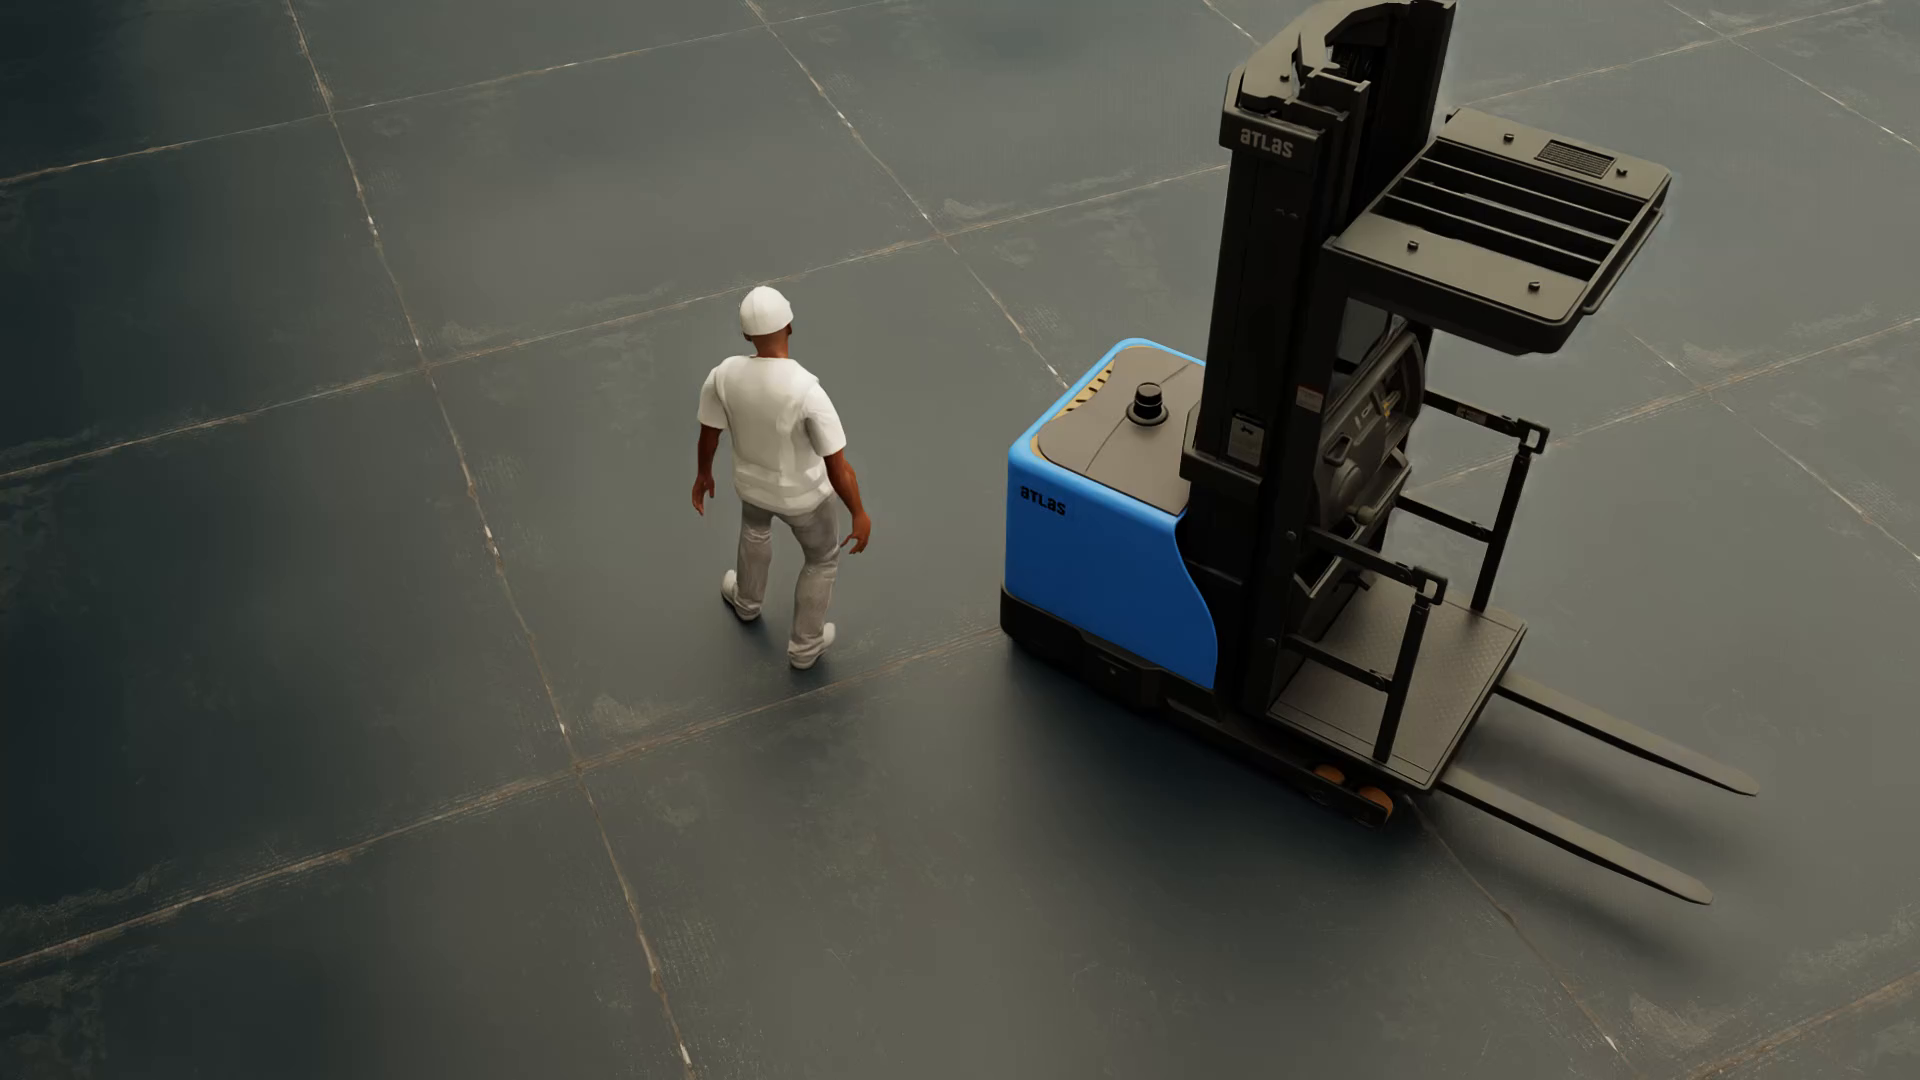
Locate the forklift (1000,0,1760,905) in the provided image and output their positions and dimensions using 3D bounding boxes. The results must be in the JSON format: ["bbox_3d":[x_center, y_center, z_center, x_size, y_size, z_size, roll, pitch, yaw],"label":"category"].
[{"bbox_3d":[1.680,-0.348,6.053,3.031,2.935,1.130,25,49,24],"label":"forklift"}]

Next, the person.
[{"bbox_3d":[-0.720,-0.240,6.844,0.900,1.733,0.474,21,47,21],"label":"person"}]
